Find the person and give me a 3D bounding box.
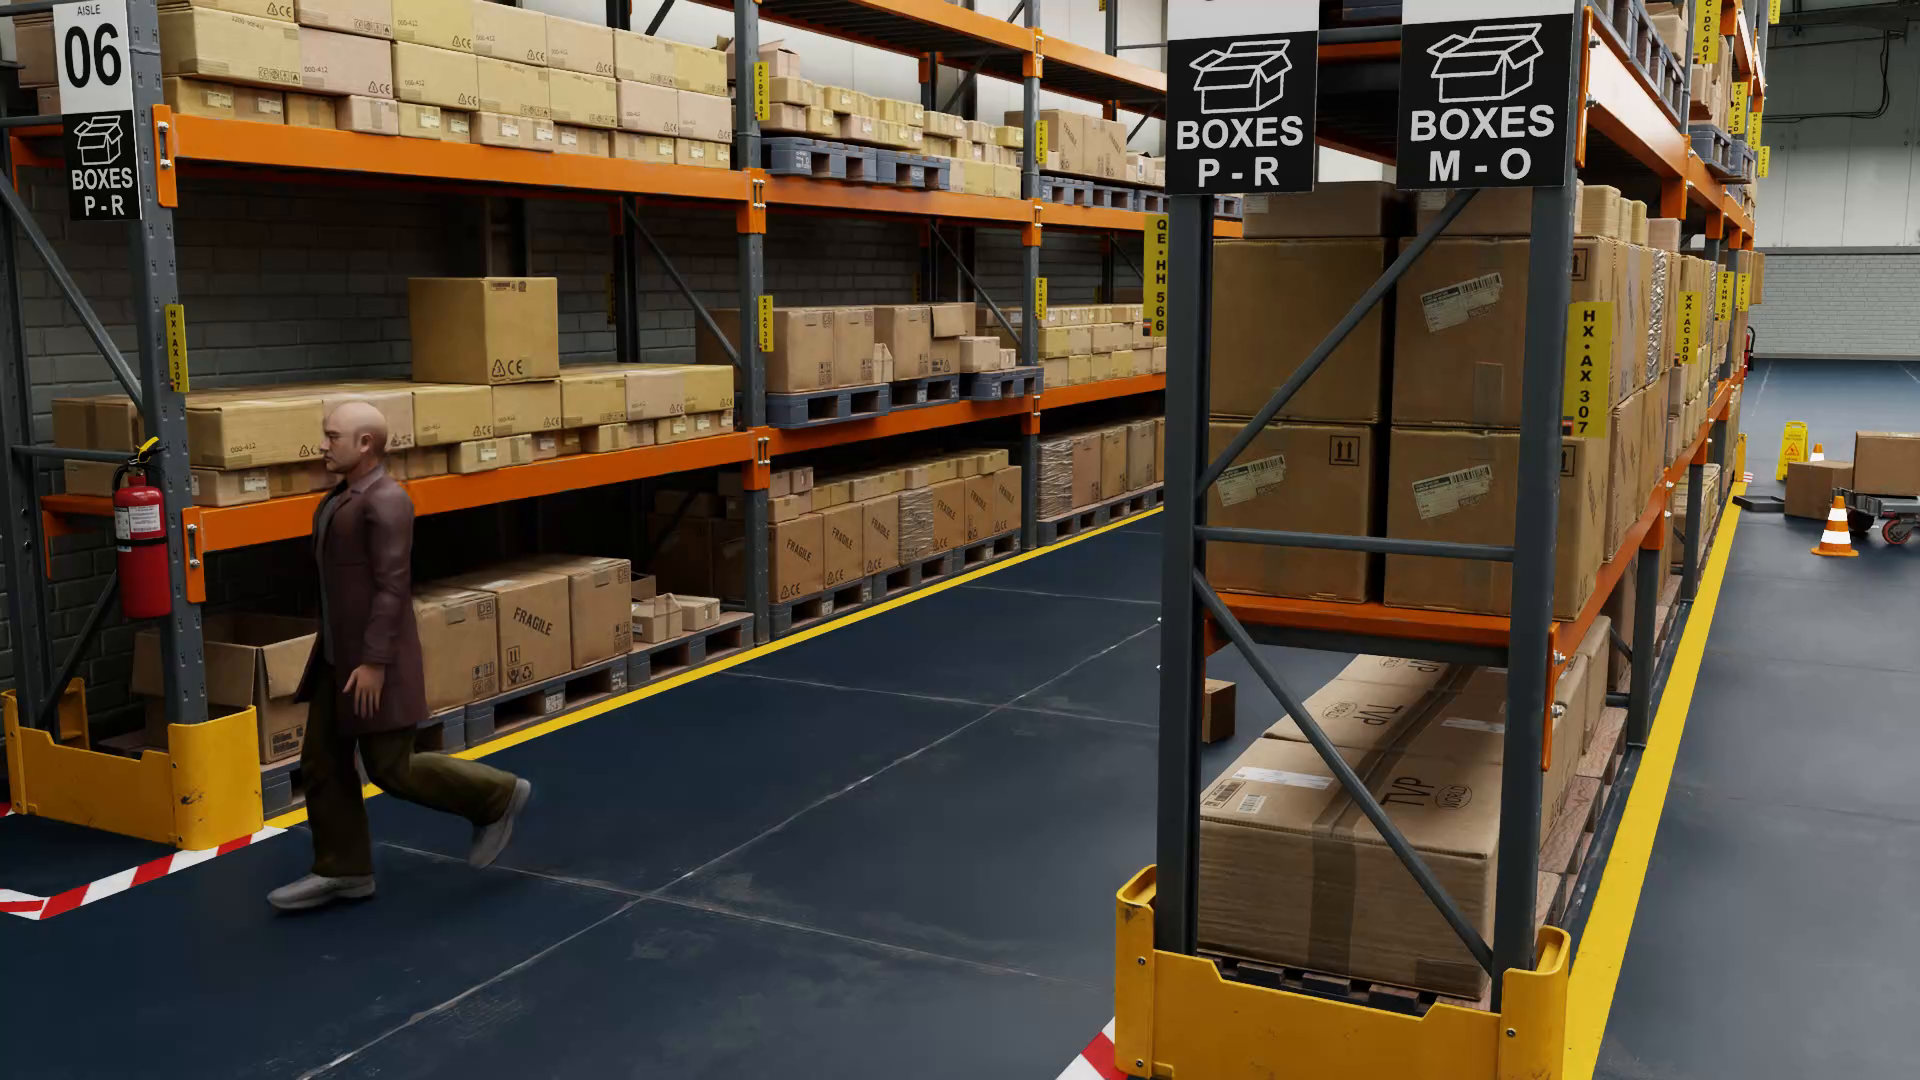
[{"bbox_3d":[-1.994,0.393,5.835,0.900,1.753,0.589,-8,12,-40],"label":"person"}]
